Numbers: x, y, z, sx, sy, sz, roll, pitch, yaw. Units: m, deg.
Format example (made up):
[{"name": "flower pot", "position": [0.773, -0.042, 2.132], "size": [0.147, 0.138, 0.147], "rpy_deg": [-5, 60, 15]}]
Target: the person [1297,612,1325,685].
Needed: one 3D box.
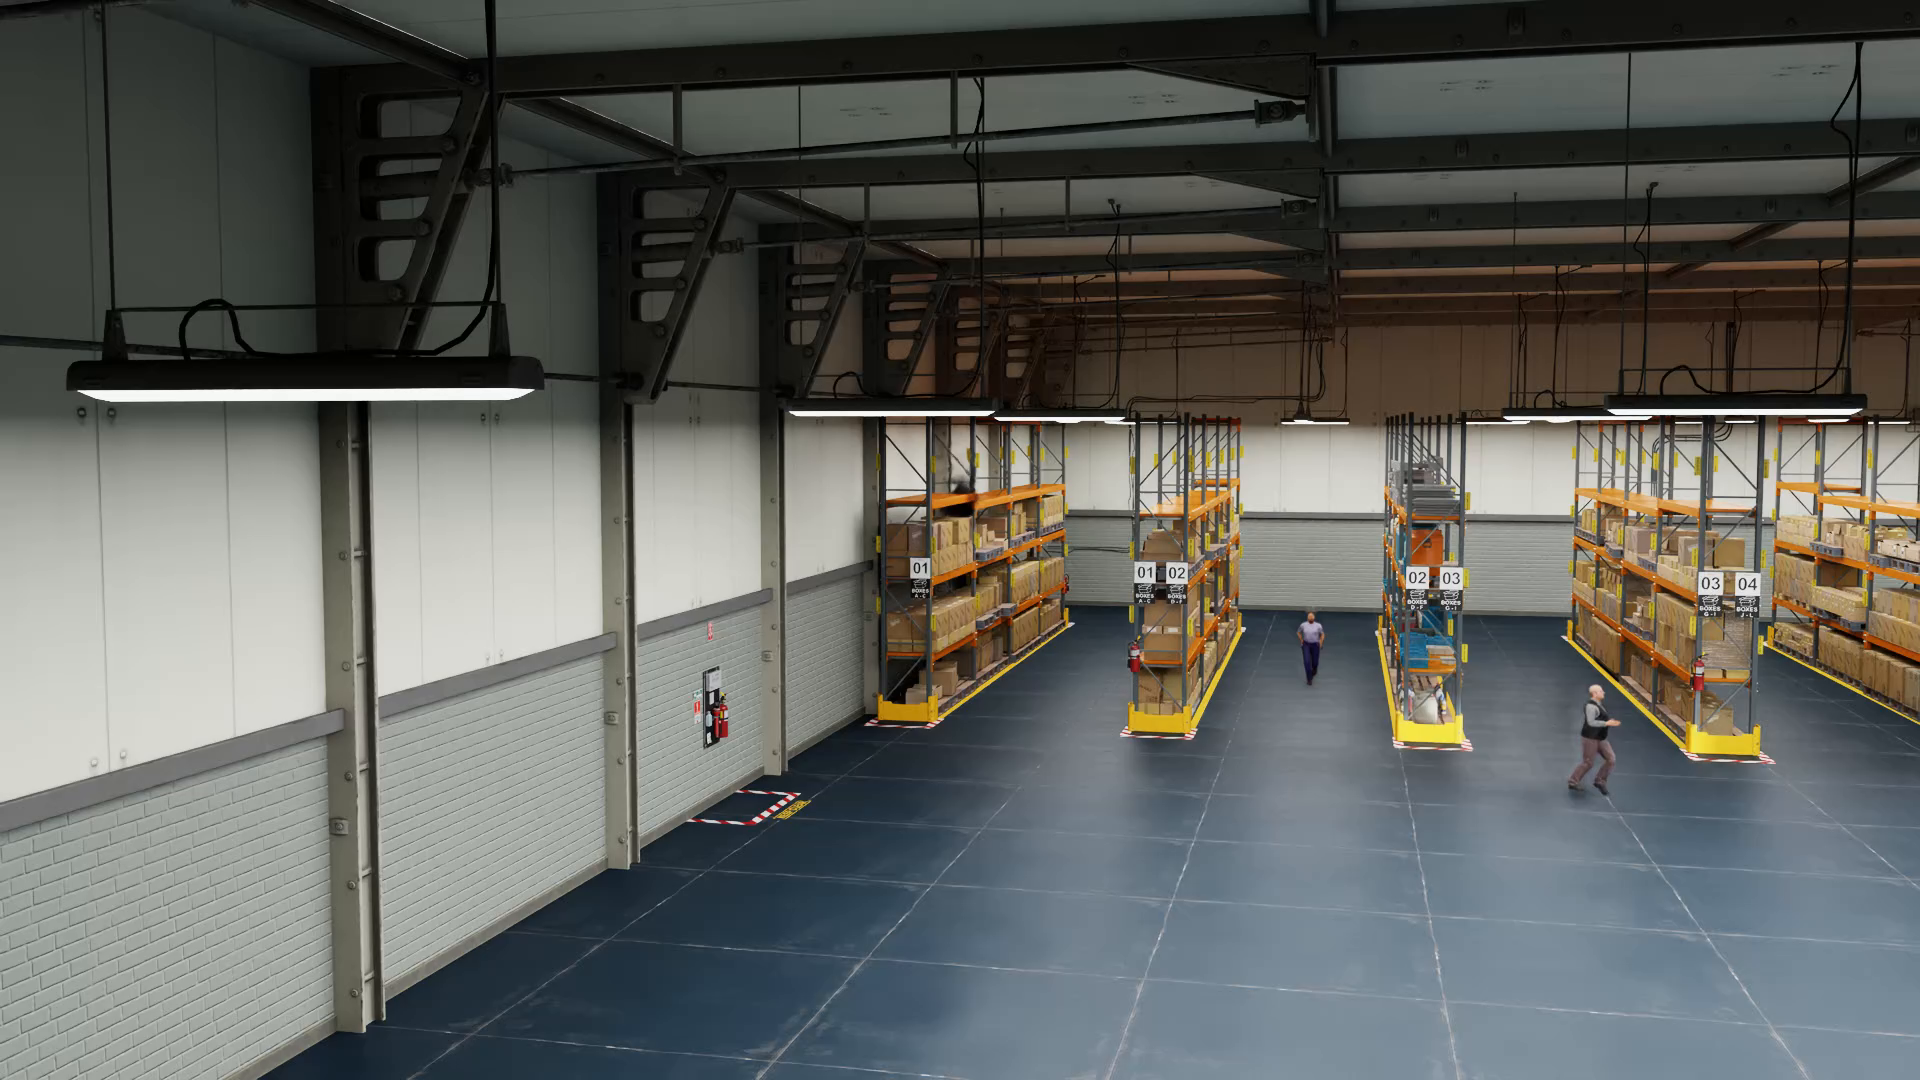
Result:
[{"name": "person", "position": [7.864, 2.411, 37.300], "size": [0.608, 1.621, 0.670], "rpy_deg": [1, 4, 11]}]

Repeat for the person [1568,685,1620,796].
[{"name": "person", "position": [9.882, 3.122, 25.848], "size": [0.786, 1.759, 0.609], "rpy_deg": [3, 5, 40]}]
